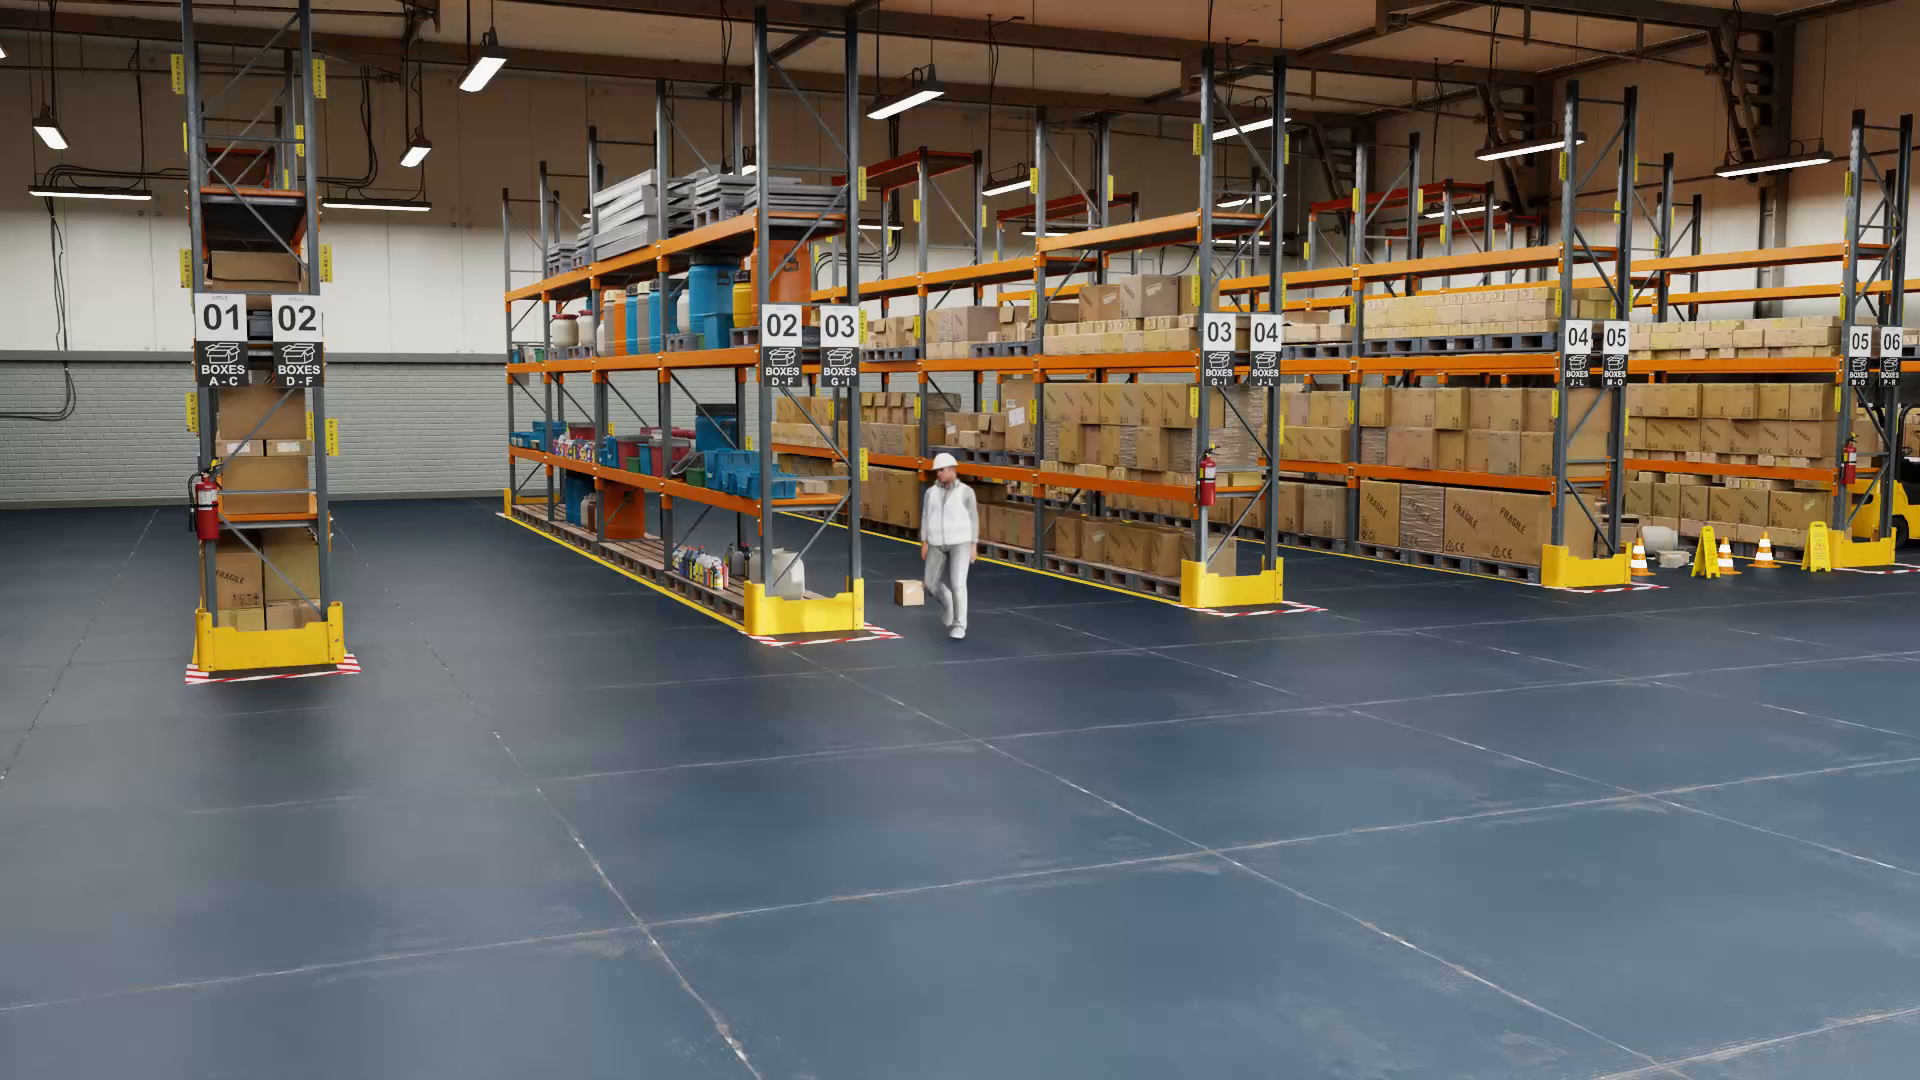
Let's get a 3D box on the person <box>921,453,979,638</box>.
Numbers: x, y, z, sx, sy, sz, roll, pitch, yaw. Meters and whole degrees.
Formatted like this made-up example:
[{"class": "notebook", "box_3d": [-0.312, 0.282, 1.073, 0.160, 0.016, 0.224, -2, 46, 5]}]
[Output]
[{"class": "person", "box_3d": [-0.100, 0.041, 15.976, 0.562, 1.751, 0.594, 1, 6, 16]}]
